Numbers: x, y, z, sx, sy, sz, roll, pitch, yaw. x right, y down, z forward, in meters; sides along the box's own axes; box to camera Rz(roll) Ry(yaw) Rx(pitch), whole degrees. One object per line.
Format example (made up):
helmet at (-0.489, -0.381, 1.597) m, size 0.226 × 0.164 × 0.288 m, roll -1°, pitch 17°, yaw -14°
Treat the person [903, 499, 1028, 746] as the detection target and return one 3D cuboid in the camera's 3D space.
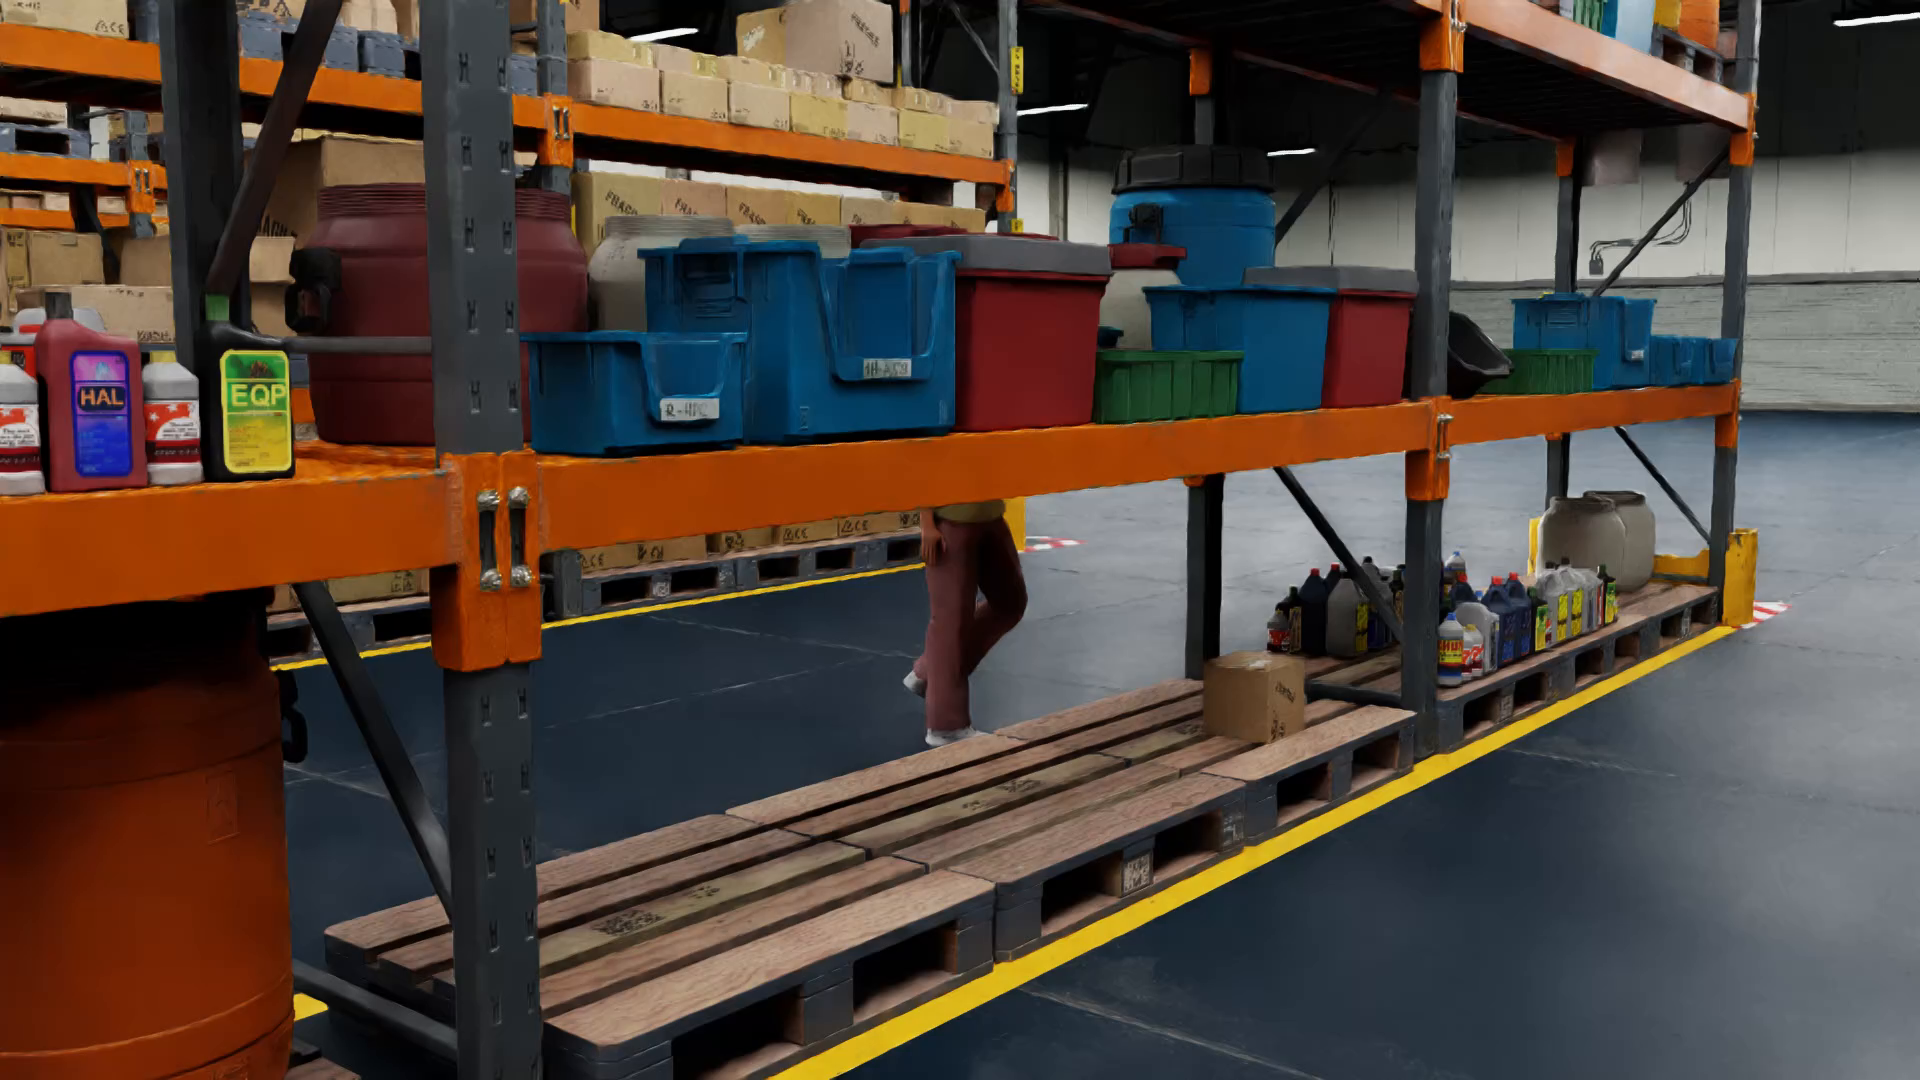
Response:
person at (-0.029, -0.066, 6.190) m, size 0.468 × 1.674 × 0.489 m, roll 4°, pitch 8°, yaw 27°
